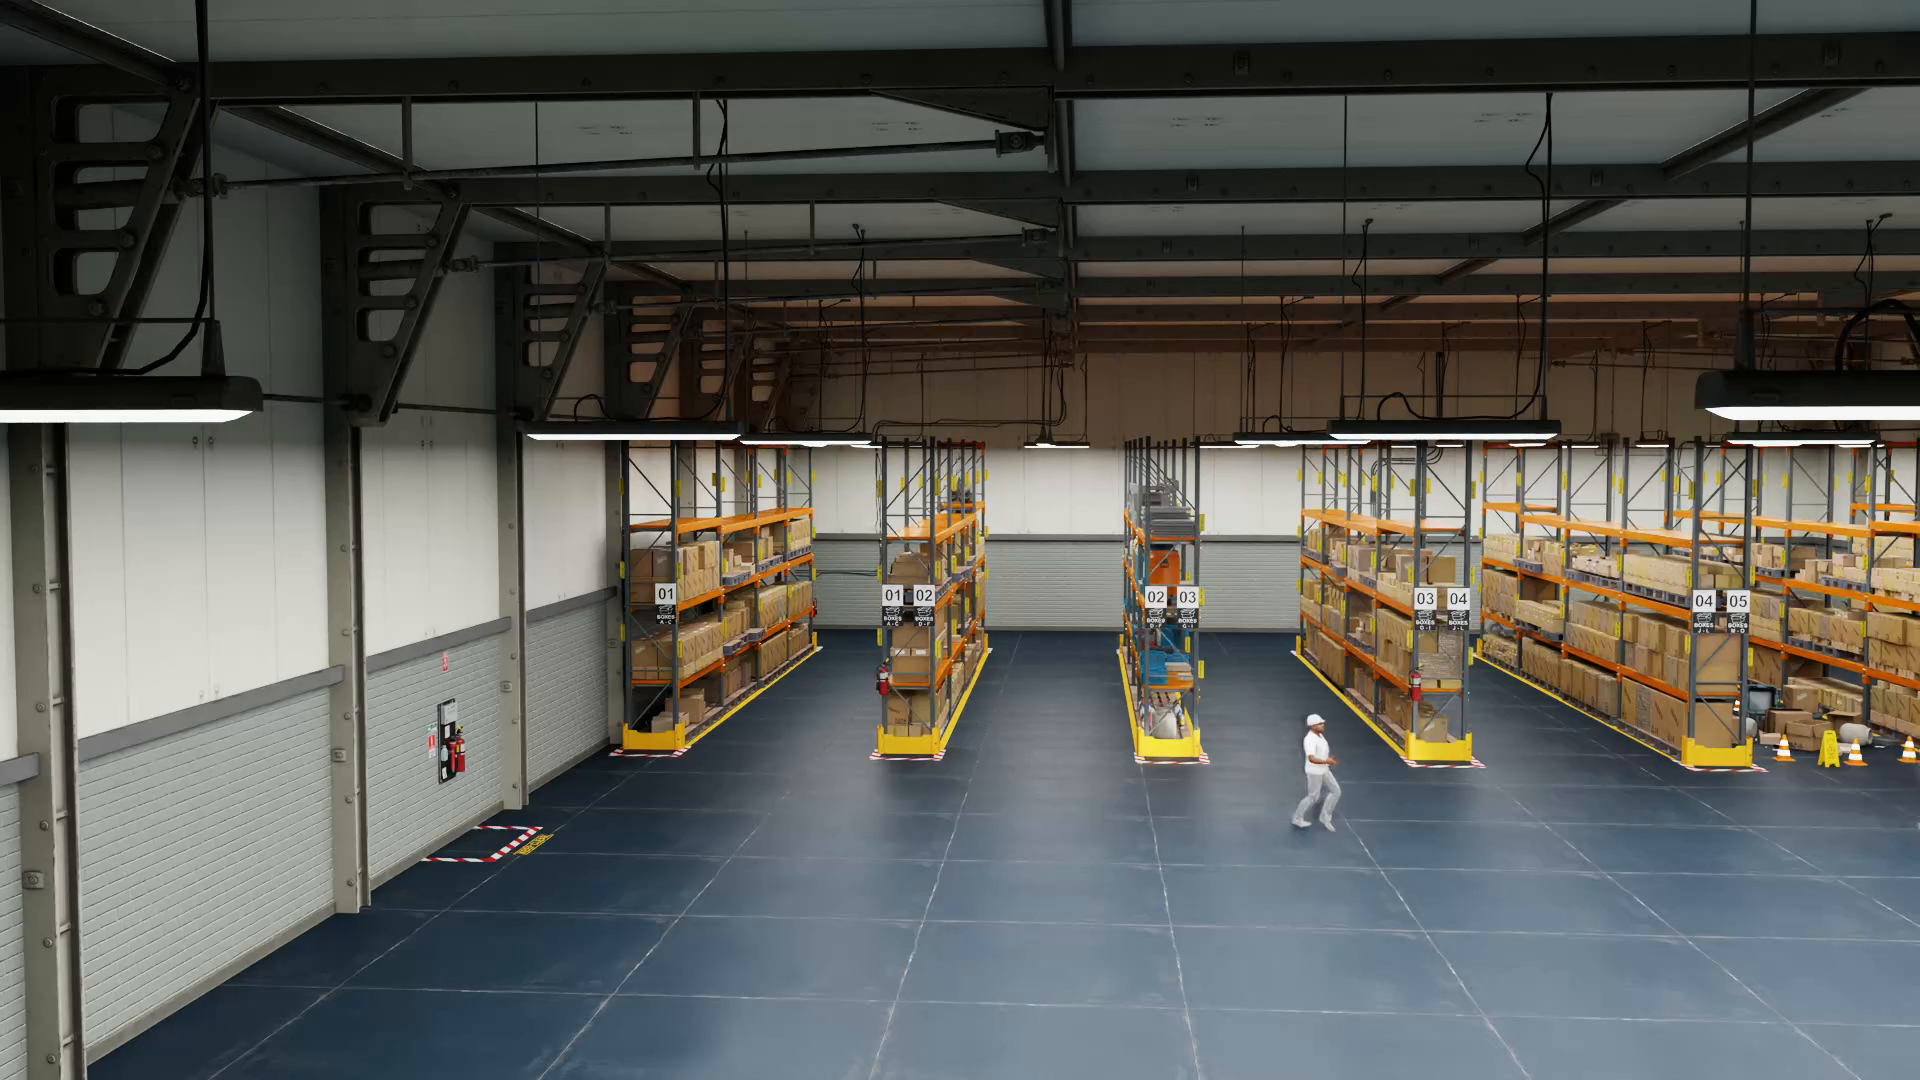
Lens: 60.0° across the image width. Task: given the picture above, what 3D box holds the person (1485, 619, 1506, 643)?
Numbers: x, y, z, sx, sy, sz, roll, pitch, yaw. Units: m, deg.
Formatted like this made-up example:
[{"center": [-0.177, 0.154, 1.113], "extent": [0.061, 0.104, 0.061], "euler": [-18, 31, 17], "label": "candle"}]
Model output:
[{"center": [15.322, 2.275, 47.426], "extent": [0.859, 1.803, 0.666], "euler": [0, 3, -4], "label": "person"}]

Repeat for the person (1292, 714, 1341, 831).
[{"center": [5.398, 3.519, 25.110], "extent": [0.733, 1.790, 0.707], "euler": [2, 4, 31], "label": "person"}]
